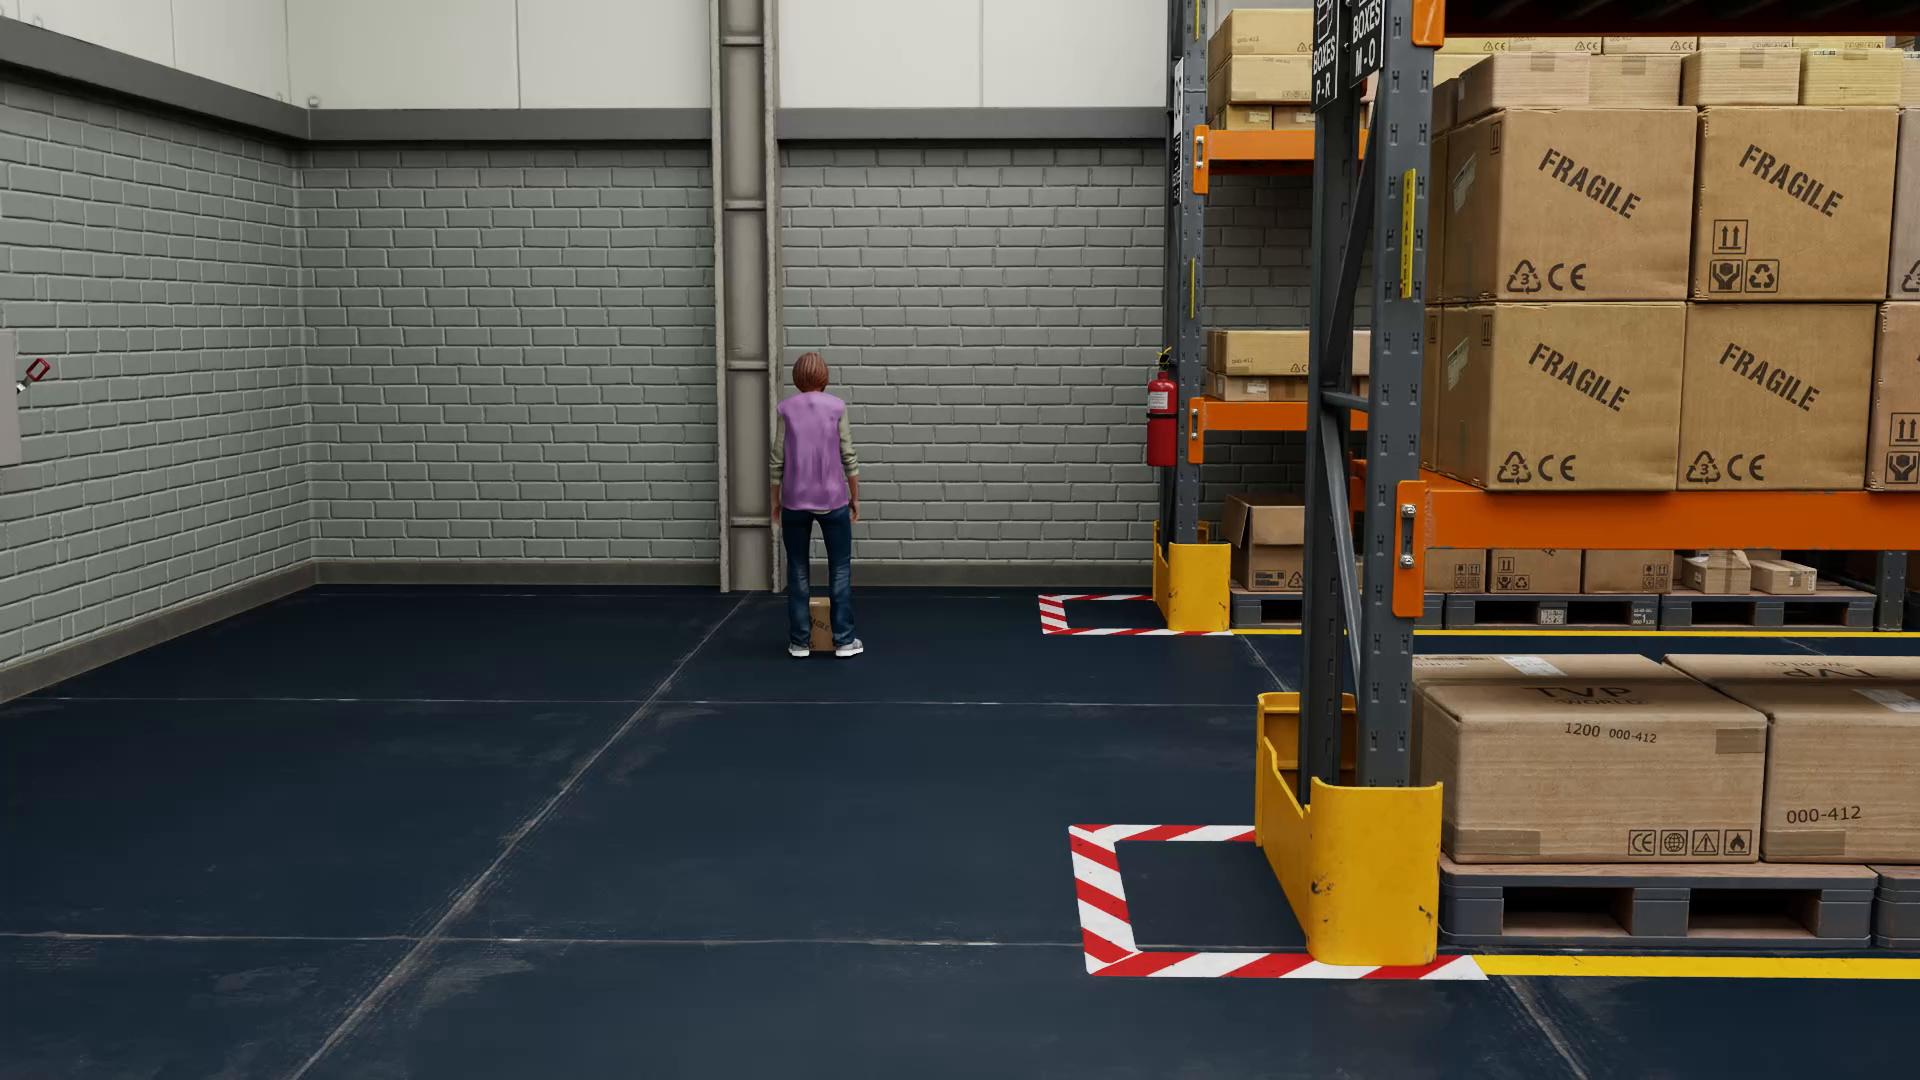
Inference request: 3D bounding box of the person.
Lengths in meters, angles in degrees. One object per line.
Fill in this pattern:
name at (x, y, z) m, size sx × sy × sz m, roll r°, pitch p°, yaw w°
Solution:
person at (-0.755, -0.179, 8.694) m, size 0.477 × 1.592 × 0.347 m, roll 0°, pitch 7°, yaw 0°
